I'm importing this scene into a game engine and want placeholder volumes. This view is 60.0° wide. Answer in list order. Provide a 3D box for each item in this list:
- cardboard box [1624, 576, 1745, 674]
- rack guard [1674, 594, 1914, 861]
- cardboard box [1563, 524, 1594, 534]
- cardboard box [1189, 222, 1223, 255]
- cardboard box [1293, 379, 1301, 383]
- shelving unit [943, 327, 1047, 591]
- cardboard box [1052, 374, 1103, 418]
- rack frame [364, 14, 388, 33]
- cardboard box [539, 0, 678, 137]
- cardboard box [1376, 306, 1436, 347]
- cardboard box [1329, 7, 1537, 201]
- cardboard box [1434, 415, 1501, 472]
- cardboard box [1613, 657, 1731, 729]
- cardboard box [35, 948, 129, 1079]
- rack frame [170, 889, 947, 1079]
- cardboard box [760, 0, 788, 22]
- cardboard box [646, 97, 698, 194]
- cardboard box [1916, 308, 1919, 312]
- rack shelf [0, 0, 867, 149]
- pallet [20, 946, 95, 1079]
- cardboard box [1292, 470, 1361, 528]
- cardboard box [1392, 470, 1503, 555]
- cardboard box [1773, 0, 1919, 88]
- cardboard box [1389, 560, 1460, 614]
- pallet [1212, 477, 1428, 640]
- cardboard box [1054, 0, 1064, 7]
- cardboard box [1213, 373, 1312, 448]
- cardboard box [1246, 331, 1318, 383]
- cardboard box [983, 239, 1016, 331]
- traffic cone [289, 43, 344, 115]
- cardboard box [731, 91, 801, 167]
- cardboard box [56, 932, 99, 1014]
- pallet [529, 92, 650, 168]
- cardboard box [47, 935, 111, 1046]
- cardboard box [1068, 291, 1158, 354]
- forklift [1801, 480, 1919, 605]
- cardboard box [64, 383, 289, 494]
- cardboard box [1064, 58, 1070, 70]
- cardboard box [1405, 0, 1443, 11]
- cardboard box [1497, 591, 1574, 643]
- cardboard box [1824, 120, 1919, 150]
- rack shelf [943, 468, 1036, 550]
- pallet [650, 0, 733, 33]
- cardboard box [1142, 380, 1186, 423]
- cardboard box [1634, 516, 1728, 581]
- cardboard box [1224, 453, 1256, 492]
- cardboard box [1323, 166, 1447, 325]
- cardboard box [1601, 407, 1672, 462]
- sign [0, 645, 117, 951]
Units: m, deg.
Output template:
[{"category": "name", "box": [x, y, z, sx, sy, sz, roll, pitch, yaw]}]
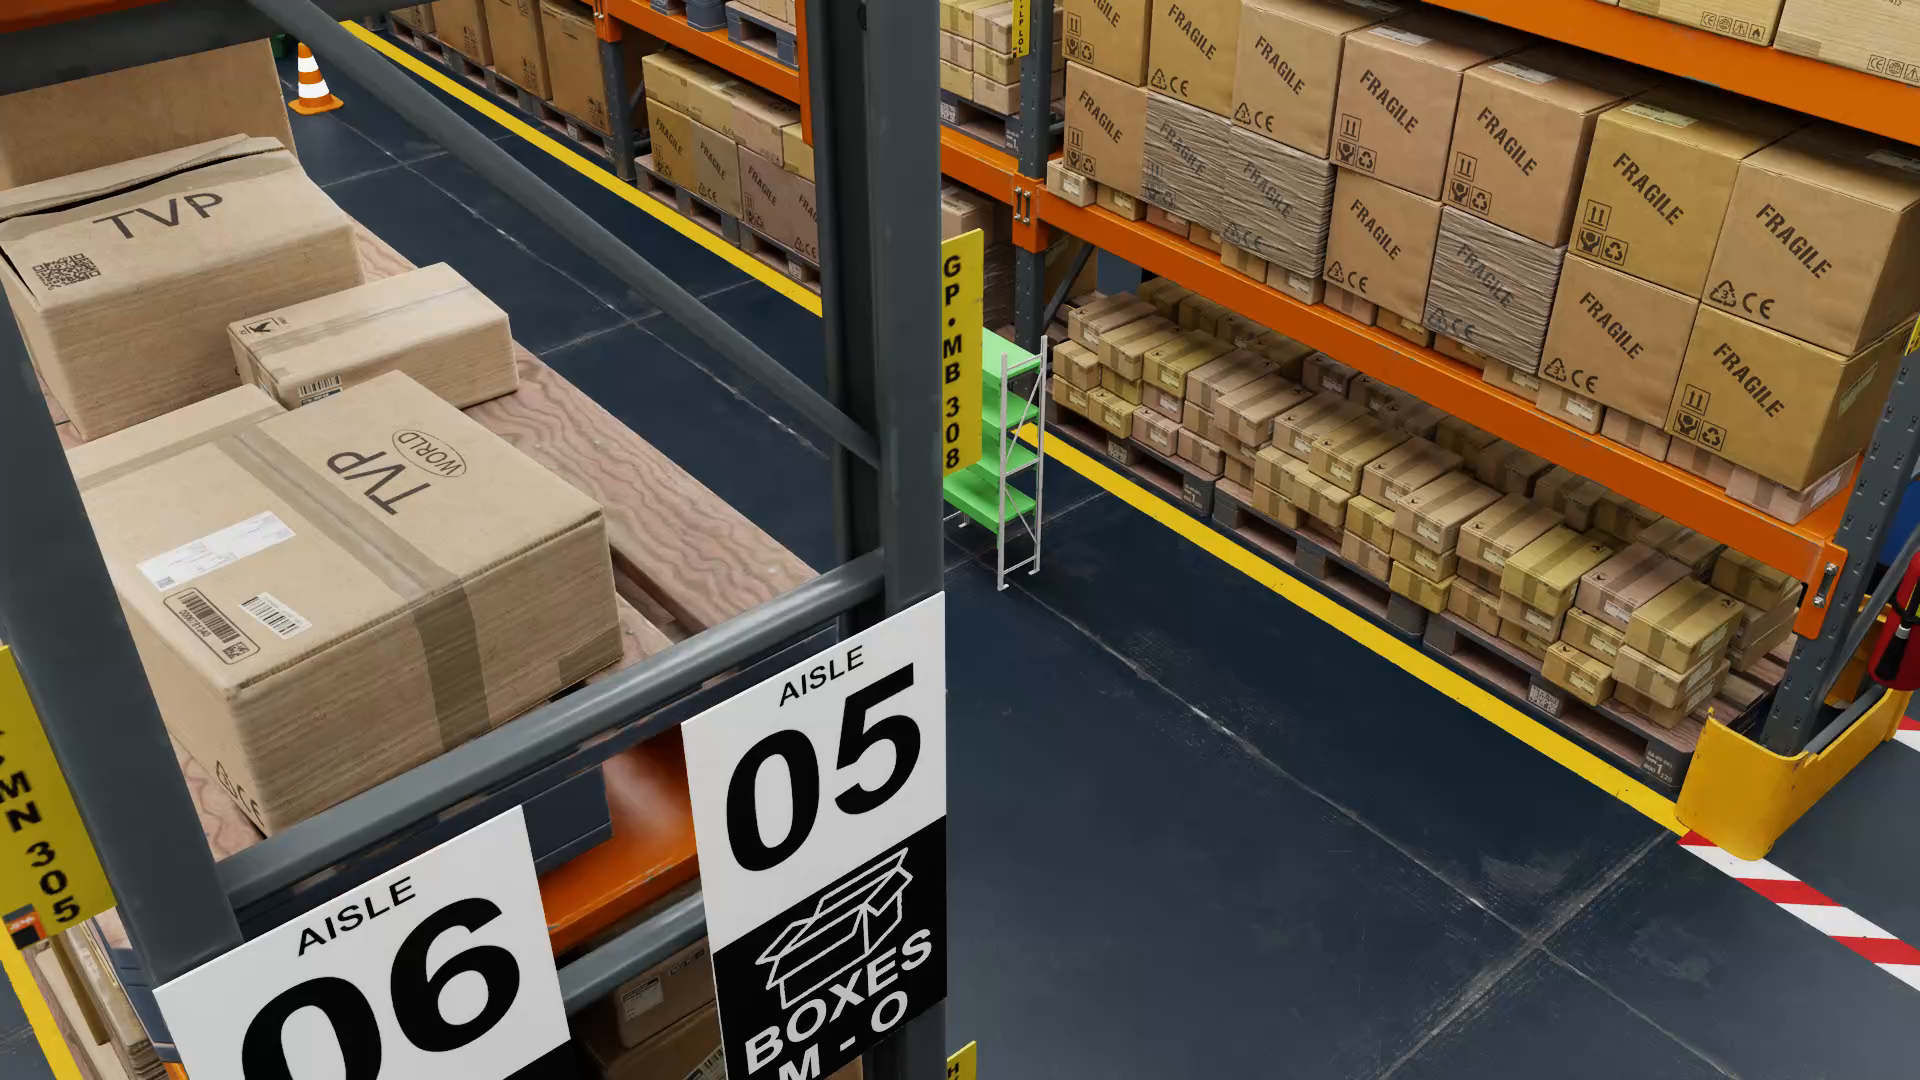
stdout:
[{"category": "cardboard box", "box": [2.742, 0.317, 6.295, 0.380, 0.149, 0.250, -25, 43, -31]}, {"category": "rack guard", "box": [3.228, 0.694, 6.338, 1.175, 0.500, 0.348, -26, 43, -32]}, {"category": "cardboard box", "box": [2.693, -0.120, 7.170, 0.380, 0.149, 0.250, -25, 42, -30]}, {"category": "cardboard box", "box": [1.235, -1.402, 7.352, 0.380, 0.149, 0.250, -28, 44, -34]}, {"category": "cardboard box", "box": [1.599, -0.794, 8.121, 0.380, 0.149, 0.250, -26, 43, -31]}, {"category": "shelving unit", "box": [0.107, -0.417, 7.300, 0.258, 1.200, 0.503, -26, 43, -32]}, {"category": "cardboard box", "box": [0.685, -0.786, 8.368, 0.380, 0.149, 0.250, -28, 44, -34]}, {"category": "rack frame", "box": [-4.467, -5.591, 13.049, 1.000, 3.000, 0.127, -26, 43, -32]}, {"category": "cardboard box", "box": [-2.210, -3.380, 11.511, 1.050, 0.750, 0.750, -27, 43, -32]}, {"category": "cardboard box", "box": [1.903, -0.941, 6.701, 0.380, 0.149, 0.250, -25, 42, -31]}, {"category": "cardboard box", "box": [1.778, -1.654, 6.282, 0.500, 0.500, 0.500, -28, 44, -33]}, {"category": "cardboard box", "box": [2.334, -0.475, 7.414, 0.380, 0.149, 0.250, -25, 42, -31]}, {"category": "cardboard box", "box": [2.778, 0.545, 6.489, 0.380, 0.149, 0.250, -25, 42, -31]}, {"category": "cardboard box", "box": [-2.119, 1.419, 5.005, 0.875, 0.438, 0.875, -27, 44, -33]}, {"category": "rack frame", "box": [-0.439, 1.598, 2.898, 1.000, 3.000, 0.127, -26, 43, -32]}, {"category": "cardboard box", "box": [-0.894, -3.036, 9.296, 0.380, 0.149, 0.250, -25, 43, -31]}, {"category": "cardboard box", "box": [-1.624, -2.569, 10.581, 0.500, 0.500, 0.500, -28, 44, -34]}, {"category": "cardboard box", "box": [3.198, -0.756, 5.878, 0.500, 0.500, 0.500, -24, 42, -30]}, {"category": "rack shelf", "box": [-1.730, -1.276, 2.735, 1.077, 0.370, 4.000, -26, 43, -32]}, {"category": "pallet", "box": [-2.590, 1.335, 5.682, 1.003, 0.211, 1.213, -26, 43, -32]}, {"category": "cardboard box", "box": [1.687, -0.233, 7.329, 0.380, 0.149, 0.250, -26, 43, -31]}, {"category": "cardboard box", "box": [2.025, -0.118, 6.909, 0.380, 0.149, 0.250, -24, 42, -30]}, {"category": "cardboard box", "box": [2.781, -1.558, 4.889, 0.500, 0.250, 0.500, -27, 43, -33]}, {"category": "cardboard box", "box": [2.048, 0.127, 7.079, 0.380, 0.149, 0.250, -28, 44, -34]}, {"category": "pallet", "box": [1.947, -0.099, 7.706, 1.003, 0.211, 1.213, -26, 43, -32]}, {"category": "cardboard box", "box": [0.608, -2.837, 8.499, 0.380, 0.149, 0.250, -25, 42, -31]}, {"category": "cardboard box", "box": [1.380, -0.594, 7.581, 0.380, 0.149, 0.250, -25, 42, -31]}, {"category": "cardboard box", "box": [1.593, -0.901, 8.015, 0.380, 0.149, 0.250, -25, 42, -30]}, {"category": "cardboard box", "box": [0.025, -1.443, 8.991, 0.500, 0.500, 0.500, -27, 43, -33]}, {"category": "traffic cone", "box": [-4.755, -3.400, 12.151, 0.336, 0.463, 0.334, -26, 43, -32]}, {"category": "cardboard box", "box": [-0.989, -2.440, 9.751, 0.500, 0.250, 0.500, -26, 43, -31]}, {"category": "cardboard box", "box": [-1.609, 0.586, 3.376, 0.500, 0.500, 0.500, -26, 43, -32]}, {"category": "pallet", "box": [-2.337, -3.063, 11.892, 1.003, 0.211, 1.213, -26, 43, -32]}, {"category": "cardboard box", "box": [-1.948, 0.769, 3.982, 0.500, 0.500, 0.500, -25, 42, -30]}, {"category": "cardboard box", "box": [0.760, -1.080, 8.268, 0.380, 0.149, 0.250, -24, 42, -30]}, {"category": "forklift", "box": [3.445, -1.549, 7.401, 1.130, 2.935, 3.031, -29, 45, -35]}, {"category": "cardboard box", "box": [-1.130, -0.056, 2.406, 0.380, 0.149, 0.250, -30, 45, -35]}, {"category": "cardboard box", "box": [0.609, -2.593, 8.670, 0.380, 0.149, 0.250, -25, 42, -31]}, {"category": "cardboard box", "box": [1.863, -2.065, 6.861, 0.500, 0.500, 0.500, -25, 42, -31]}, {"category": "cardboard box", "box": [2.381, 0.223, 6.686, 0.380, 0.149, 0.250, -28, 44, -33]}, {"category": "cardboard box", "box": [3.190, -1.160, 5.584, 0.500, 0.500, 0.500, -26, 43, -32]}, {"category": "rack shelf", "box": [0.107, -0.169, 7.476, 0.258, 0.148, 0.480, -26, 43, -32]}, {"category": "pallet", "box": [-1.345, -3.472, 10.222, 1.213, 0.211, 1.003, -26, 43, -32]}, {"category": "cardboard box", "box": [1.102, -0.736, 8.040, 0.380, 0.149, 0.250, -26, 43, -32]}, {"category": "cardboard box", "box": [2.928, 0.022, 6.713, 0.380, 0.149, 0.250, -25, 42, -31]}, {"category": "cardboard box", "box": [1.459, -0.379, 7.793, 0.380, 0.149, 0.250, -28, 44, -34]}, {"category": "cardboard box", "box": [1.813, -1.231, 6.549, 0.500, 0.500, 0.500, -24, 42, -30]}, {"category": "cardboard box", "box": [2.545, -0.458, 6.018, 0.380, 0.149, 0.250, -26, 43, -32]}, {"category": "sign", "box": [-0.863, 0.241, 1.521, 0.100, 0.325, 0.005, -26, 43, -32]}]
